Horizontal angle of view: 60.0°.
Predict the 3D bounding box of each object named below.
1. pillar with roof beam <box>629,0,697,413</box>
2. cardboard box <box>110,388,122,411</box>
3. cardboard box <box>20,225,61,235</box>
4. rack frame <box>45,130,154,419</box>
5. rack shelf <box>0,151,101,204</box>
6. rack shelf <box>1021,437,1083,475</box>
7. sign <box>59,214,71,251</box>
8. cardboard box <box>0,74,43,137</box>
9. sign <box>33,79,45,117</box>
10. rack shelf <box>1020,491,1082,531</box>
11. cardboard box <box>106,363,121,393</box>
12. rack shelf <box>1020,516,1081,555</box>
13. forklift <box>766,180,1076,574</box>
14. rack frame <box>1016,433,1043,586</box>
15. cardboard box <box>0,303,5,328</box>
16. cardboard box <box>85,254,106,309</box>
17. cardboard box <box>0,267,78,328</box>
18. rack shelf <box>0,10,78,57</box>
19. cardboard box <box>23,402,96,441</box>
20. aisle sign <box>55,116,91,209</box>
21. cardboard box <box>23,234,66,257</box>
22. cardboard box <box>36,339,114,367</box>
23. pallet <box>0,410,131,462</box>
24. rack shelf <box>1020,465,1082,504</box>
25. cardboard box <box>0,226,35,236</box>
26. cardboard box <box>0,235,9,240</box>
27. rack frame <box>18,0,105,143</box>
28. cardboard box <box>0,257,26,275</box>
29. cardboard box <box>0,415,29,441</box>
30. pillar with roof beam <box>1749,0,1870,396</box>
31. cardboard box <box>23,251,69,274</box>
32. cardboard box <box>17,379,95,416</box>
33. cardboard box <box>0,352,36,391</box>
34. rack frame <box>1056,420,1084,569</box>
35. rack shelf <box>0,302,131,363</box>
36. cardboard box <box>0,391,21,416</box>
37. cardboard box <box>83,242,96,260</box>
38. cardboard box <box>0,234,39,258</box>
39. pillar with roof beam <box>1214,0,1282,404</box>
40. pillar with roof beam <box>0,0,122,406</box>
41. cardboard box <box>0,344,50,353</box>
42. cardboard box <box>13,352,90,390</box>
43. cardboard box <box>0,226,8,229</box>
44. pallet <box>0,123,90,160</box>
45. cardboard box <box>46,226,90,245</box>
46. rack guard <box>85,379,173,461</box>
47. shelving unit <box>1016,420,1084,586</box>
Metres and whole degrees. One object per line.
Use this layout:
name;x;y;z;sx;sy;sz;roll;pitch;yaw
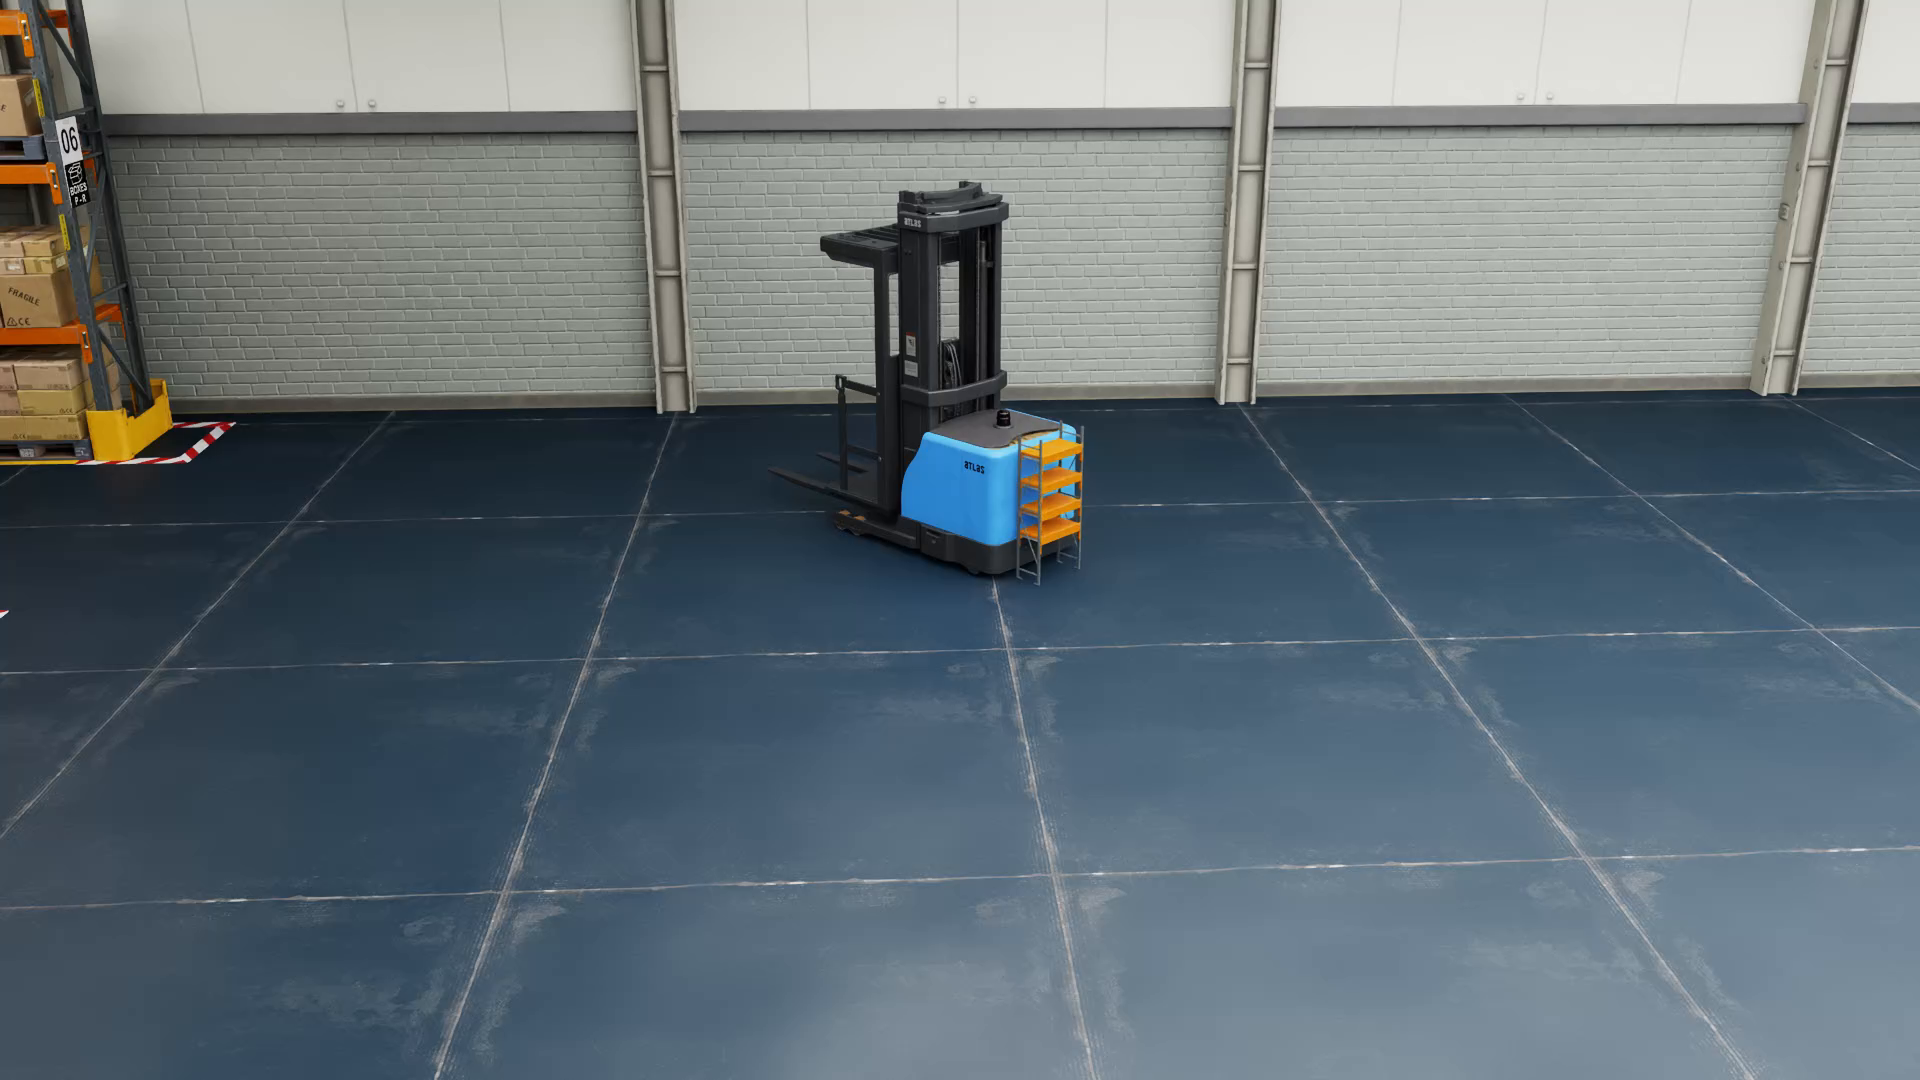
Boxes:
pillar with roof beam;-2.767;-4.072;12.101;0.400;9.000;9.100;-1;21;-3
cardboard box;-8.758;-1.341;16.632;0.500;0.250;0.500;-1;21;-3
cardboard box;-8.873;-2.945;16.101;0.250;0.149;0.380;0;21;-1
rack frame;-8.256;-2.370;16.062;0.127;3.000;1.000;-1;21;-3
rack shelf;-10.253;-3.395;15.549;4.000;0.370;1.077;-1;21;-3
rack shelf;0.709;-0.661;12.997;0.258;0.148;0.480;19;28;41
sign;-8.239;-2.829;15.306;0.005;0.325;0.100;-1;21;-3
cardboard box;-8.684;-3.966;15.167;0.500;0.500;0.500;0;21;-1
sign;-8.239;-3.956;14.877;0.005;0.325;0.100;-1;21;-3
rack shelf;0.709;-0.231;13.161;0.258;0.148;0.480;19;28;41
cardboard box;-8.737;-1.579;16.556;0.500;0.250;0.500;-1;21;-2
rack shelf;0.709;-0.045;13.231;0.258;0.148;0.480;19;28;41
forklift;-0.453;-1.526;13.941;3.031;2.935;1.130;19;28;41
rack frame;0.540;-0.231;12.973;0.240;1.200;0.015;19;28;41
cardboard box;-9.251;-2.306;15.753;0.500;0.500;0.500;-1;21;-1
cardboard box;-8.766;-2.505;16.276;0.500;0.500;0.500;0;21;-1
cardboard box;-8.732;-2.313;15.772;0.500;0.500;0.500;-2;21;-4
rack shelf;-10.253;-4.610;15.087;4.000;0.370;1.077;-1;21;-3
cardboard box;-8.707;-1.159;16.156;0.500;0.250;0.500;-1;21;-3
aisle sign;-8.174;-3.482;15.328;0.004;0.787;0.394;-1;21;-3
cardboard box;-8.602;-2.777;15.660;0.250;0.149;0.380;-1;21;-3
cardboard box;-8.747;-1.806;16.449;0.500;0.250;0.500;-1;21;-4
pallet;-9.017;-1.036;16.478;1.213;0.211;1.003;-1;21;-3
rack shelf;0.709;-0.440;13.081;0.258;0.148;0.480;19;28;41
cardboard box;-9.130;-2.924;16.047;0.250;0.149;0.380;-1;21;-2
cardboard box;-9.106;-2.746;15.578;0.250;0.149;0.380;-1;21;-2
rack frame;-8.256;-5.174;14.994;0.127;3.000;1.000;-1;21;-3
cardboard box;-8.840;-2.598;15.607;0.250;0.149;0.380;-1;21;-2
cardboard box;-9.204;-1.153;16.139;0.500;0.250;0.500;-1;21;-3
pillar with roof beam;9.214;-4.316;12.741;0.400;9.000;9.100;-1;21;-3
cardboard box;-8.586;-2.613;15.648;0.250;0.149;0.380;-1;21;-2
cardboard box;-8.724;-1.394;16.069;0.500;0.250;0.500;-1;21;-4
cardboard box;-9.207;-1.616;15.950;0.500;0.250;0.500;-1;21;-2
rack frame;0.879;-0.356;13.301;0.240;1.200;0.015;19;28;41
rack shelf;-10.253;-1.993;16.083;4.000;0.370;1.077;-1;21;-3
cardboard box;-9.225;-1.388;16.053;0.500;0.250;0.500;-1;21;-4
cardboard box;-8.610;-2.805;16.152;0.250;0.149;0.380;-2;21;-4
cardboard box;-8.846;-2.761;15.618;0.250;0.149;0.380;-1;21;-3
pillar with roof beam;3.224;-4.194;12.421;0.400;9.000;9.100;-1;21;-3
pillar with roof beam;-8.757;-3.950;11.781;0.400;9.000;9.100;-1;21;-3
cardboard box;-9.245;-1.795;16.419;0.500;0.250;0.500;-1;21;-3
cardboard box;-8.698;-1.628;15.983;0.500;0.250;0.500;0;21;-1
cardboard box;-9.377;-2.924;16.048;0.250;0.149;0.380;-1;21;-3
pallet;-8.963;-3.725;15.530;1.213;0.211;1.003;-1;21;-3
cardboard box;-8.604;-2.928;16.057;0.250;0.149;0.380;-2;21;-4
rack guard;-8.232;-1.202;16.508;0.348;0.500;1.175;-1;21;-3
shelving unit;0.709;-0.293;13.137;0.258;1.200;0.503;19;28;41
